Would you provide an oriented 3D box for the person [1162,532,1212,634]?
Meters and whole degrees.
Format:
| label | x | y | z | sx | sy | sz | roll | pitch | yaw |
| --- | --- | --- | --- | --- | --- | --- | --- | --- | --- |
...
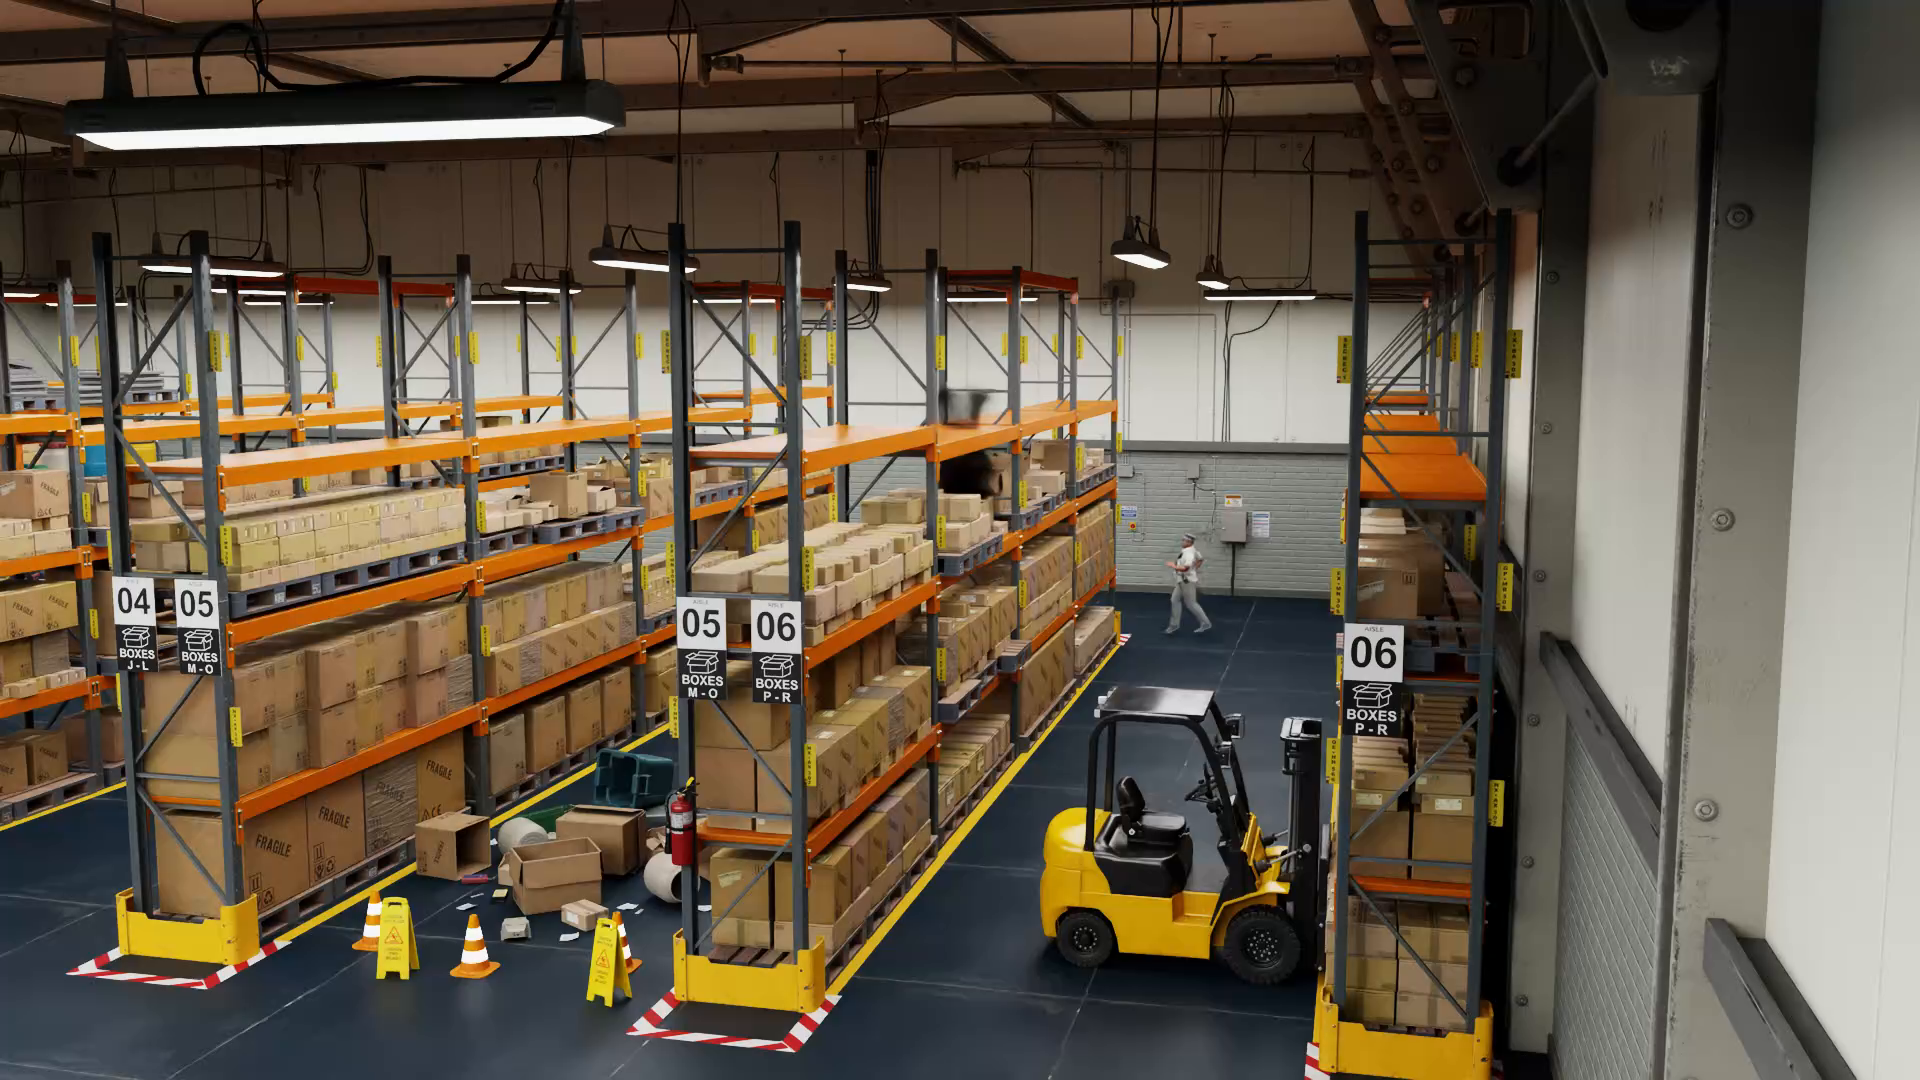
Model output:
| label | x | y | z | sx | sy | sz | roll | pitch | yaw |
| --- | --- | --- | --- | --- | --- | --- | --- | --- | --- |
| person | 3.953 | 0.768 | 28.849 | 0.856 | 1.828 | 0.661 | 1 | 7 | 8 |

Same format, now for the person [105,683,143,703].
| label | x | y | z | sx | sy | sz | roll | pitch | yaw |
| --- | --- | --- | --- | --- | --- | --- | --- | --- | --- |
| person | -11.705 | 1.557 | 22.982 | 0.694 | 1.632 | 0.887 | -1 | 7 | -10 |
